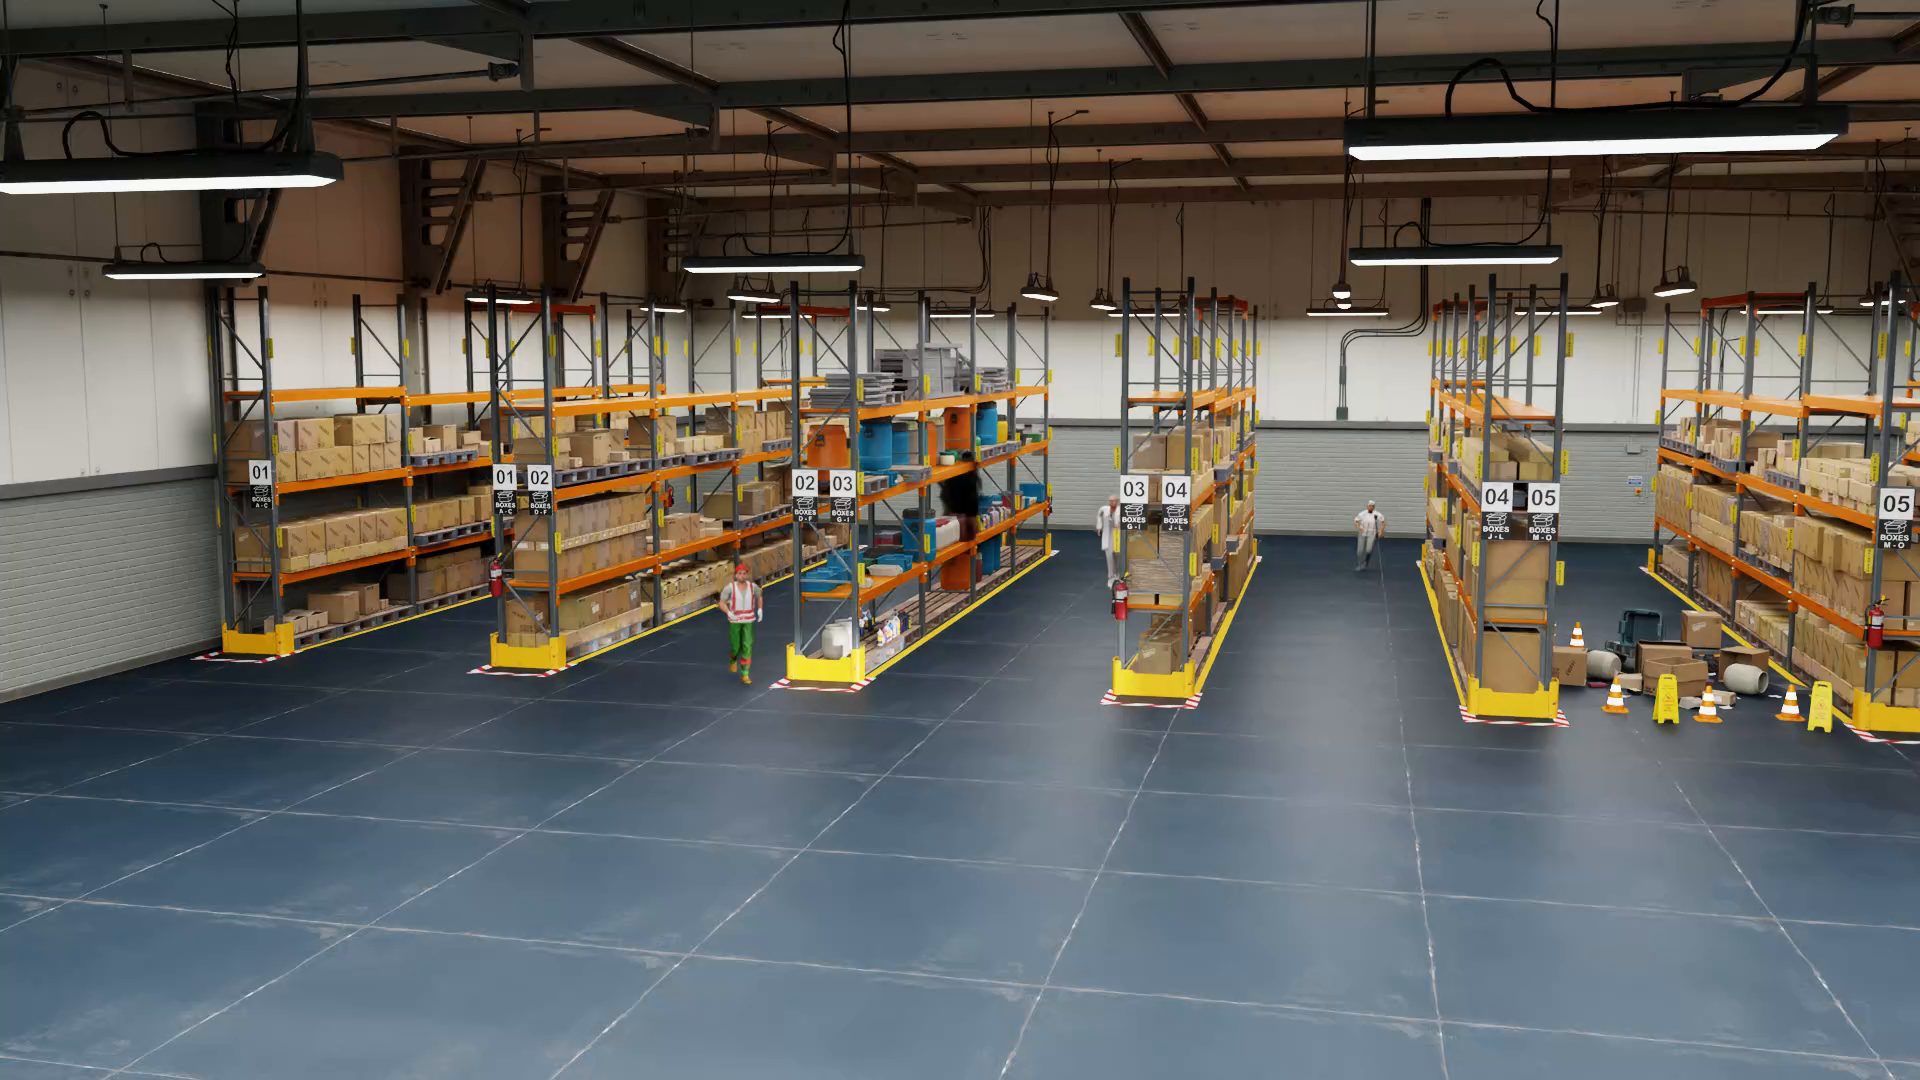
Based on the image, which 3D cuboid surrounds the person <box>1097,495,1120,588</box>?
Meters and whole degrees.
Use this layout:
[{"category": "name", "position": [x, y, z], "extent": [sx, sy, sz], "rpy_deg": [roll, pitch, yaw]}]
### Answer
[{"category": "person", "position": [3.084, 0.003, 33.413], "extent": [0.728, 1.823, 1.033], "rpy_deg": [2, 7, 14]}]

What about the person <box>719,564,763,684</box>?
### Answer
[{"category": "person", "position": [-3.300, 1.242, 25.151], "extent": [0.689, 1.779, 0.792], "rpy_deg": [-2, 7, -18]}]

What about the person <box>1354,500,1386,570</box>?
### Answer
[{"category": "person", "position": [9.204, -0.094, 37.435], "extent": [0.694, 1.601, 0.549], "rpy_deg": [2, 7, 19]}]
